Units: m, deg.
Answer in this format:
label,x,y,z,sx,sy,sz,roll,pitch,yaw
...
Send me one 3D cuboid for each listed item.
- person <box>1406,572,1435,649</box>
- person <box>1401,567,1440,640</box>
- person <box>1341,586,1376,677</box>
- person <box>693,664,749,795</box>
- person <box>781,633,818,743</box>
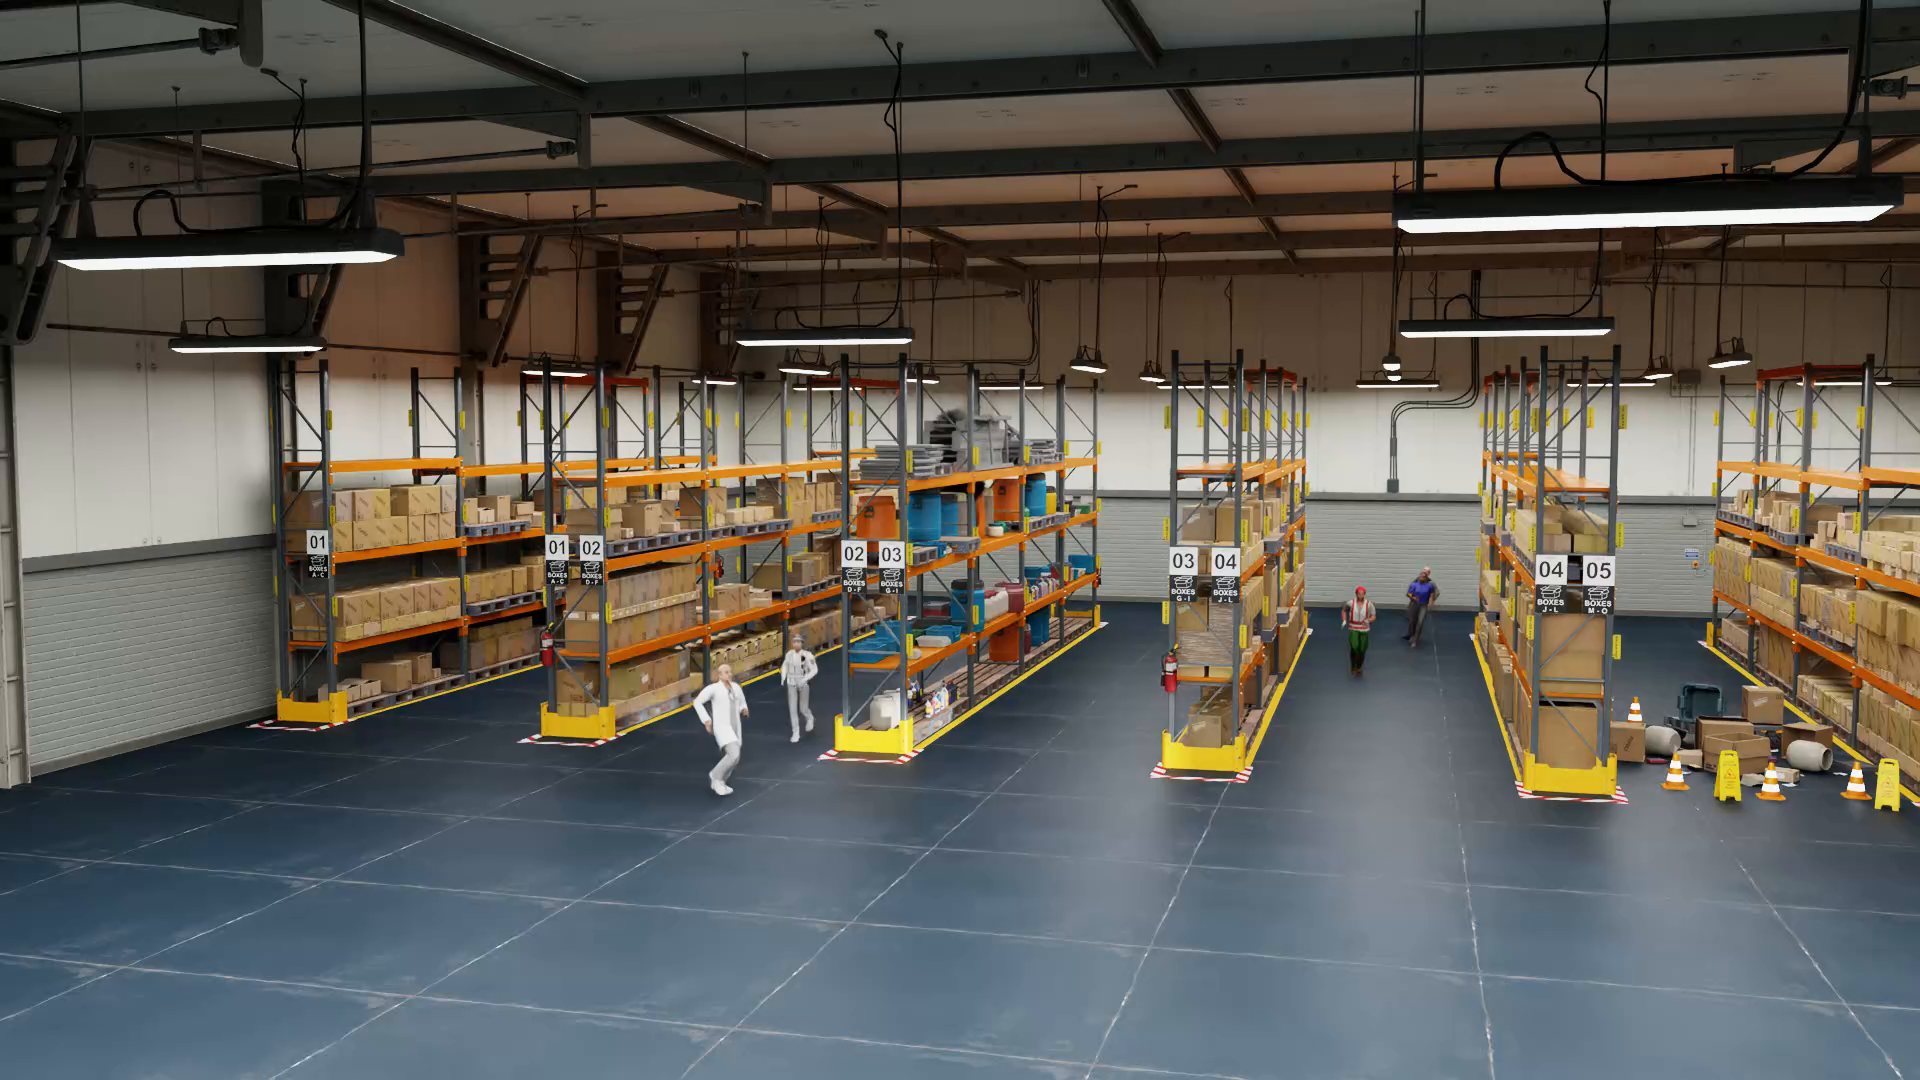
label,x,y,z,sx,sy,sz,roll,pitch,yaw
person,10.177,1.532,36.771,0.612,1.674,0.878,1,4,19
person,10.494,1.454,37.938,0.762,1.656,0.723,-3,5,-40
person,7.771,1.781,32.415,0.647,1.775,0.786,1,4,7
person,-3.088,2.528,22.131,0.705,1.746,0.695,3,5,38
person,-2.526,2.288,26.153,0.636,1.688,0.717,1,4,13
